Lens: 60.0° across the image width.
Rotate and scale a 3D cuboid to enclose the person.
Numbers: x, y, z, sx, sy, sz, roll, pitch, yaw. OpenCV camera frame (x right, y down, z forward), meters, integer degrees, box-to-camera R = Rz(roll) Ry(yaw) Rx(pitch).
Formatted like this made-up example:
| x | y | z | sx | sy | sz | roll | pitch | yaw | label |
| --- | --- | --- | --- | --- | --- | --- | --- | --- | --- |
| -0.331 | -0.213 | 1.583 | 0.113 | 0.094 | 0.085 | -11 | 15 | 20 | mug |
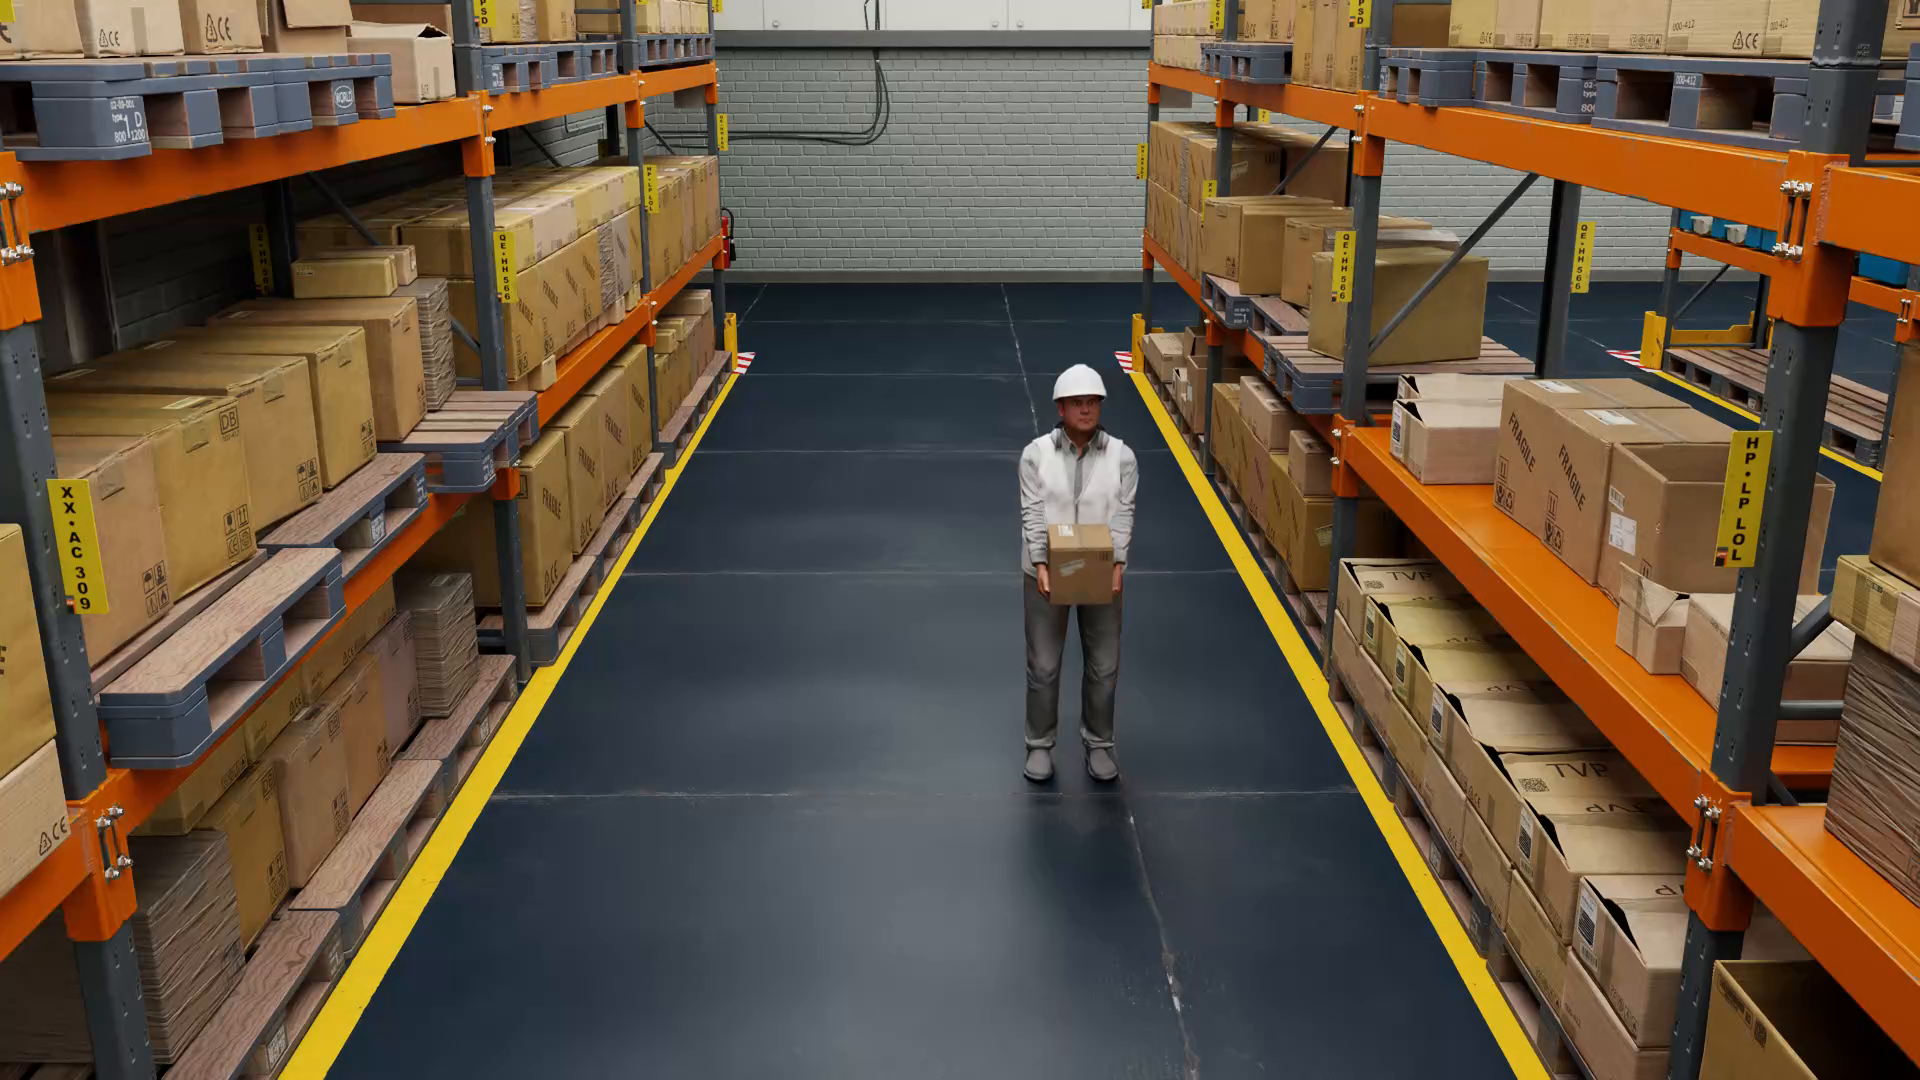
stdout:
| x | y | z | sx | sy | sz | roll | pitch | yaw | label |
| --- | --- | --- | --- | --- | --- | --- | --- | --- | --- |
| 0.495 | 0.170 | 6.948 | 0.499 | 1.768 | 0.553 | 0 | 17 | -1 | person |
